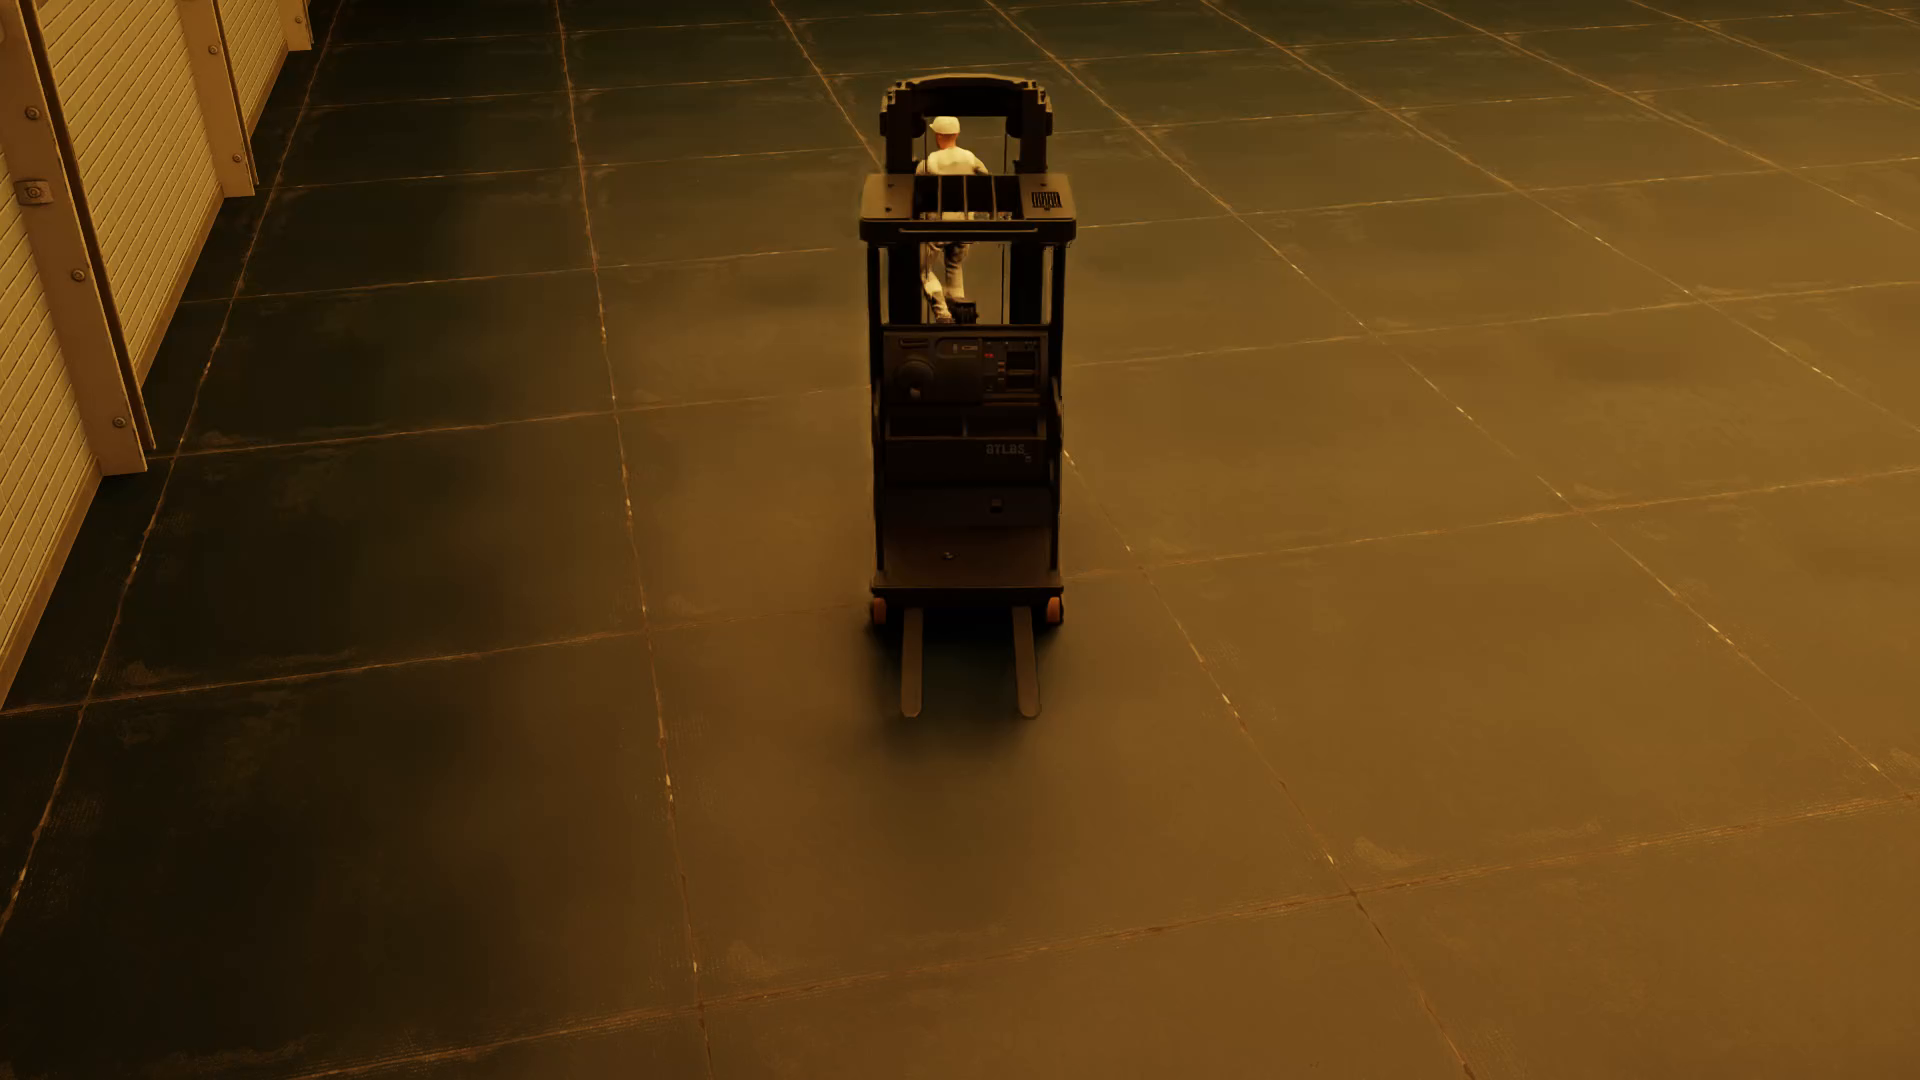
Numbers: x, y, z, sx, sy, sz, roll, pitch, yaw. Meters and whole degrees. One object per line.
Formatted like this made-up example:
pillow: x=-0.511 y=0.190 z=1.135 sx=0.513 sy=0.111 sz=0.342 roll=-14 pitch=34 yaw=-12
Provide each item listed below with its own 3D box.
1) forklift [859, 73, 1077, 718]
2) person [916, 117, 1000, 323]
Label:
forklift: x=0.036 y=-0.931 z=9.183 sx=1.130 sy=2.935 sz=3.031 roll=0 pitch=30 yaw=0
person: x=-0.101 y=-2.443 z=12.957 sx=0.812 sy=1.766 sz=0.590 roll=-13 pitch=32 yaw=-21
